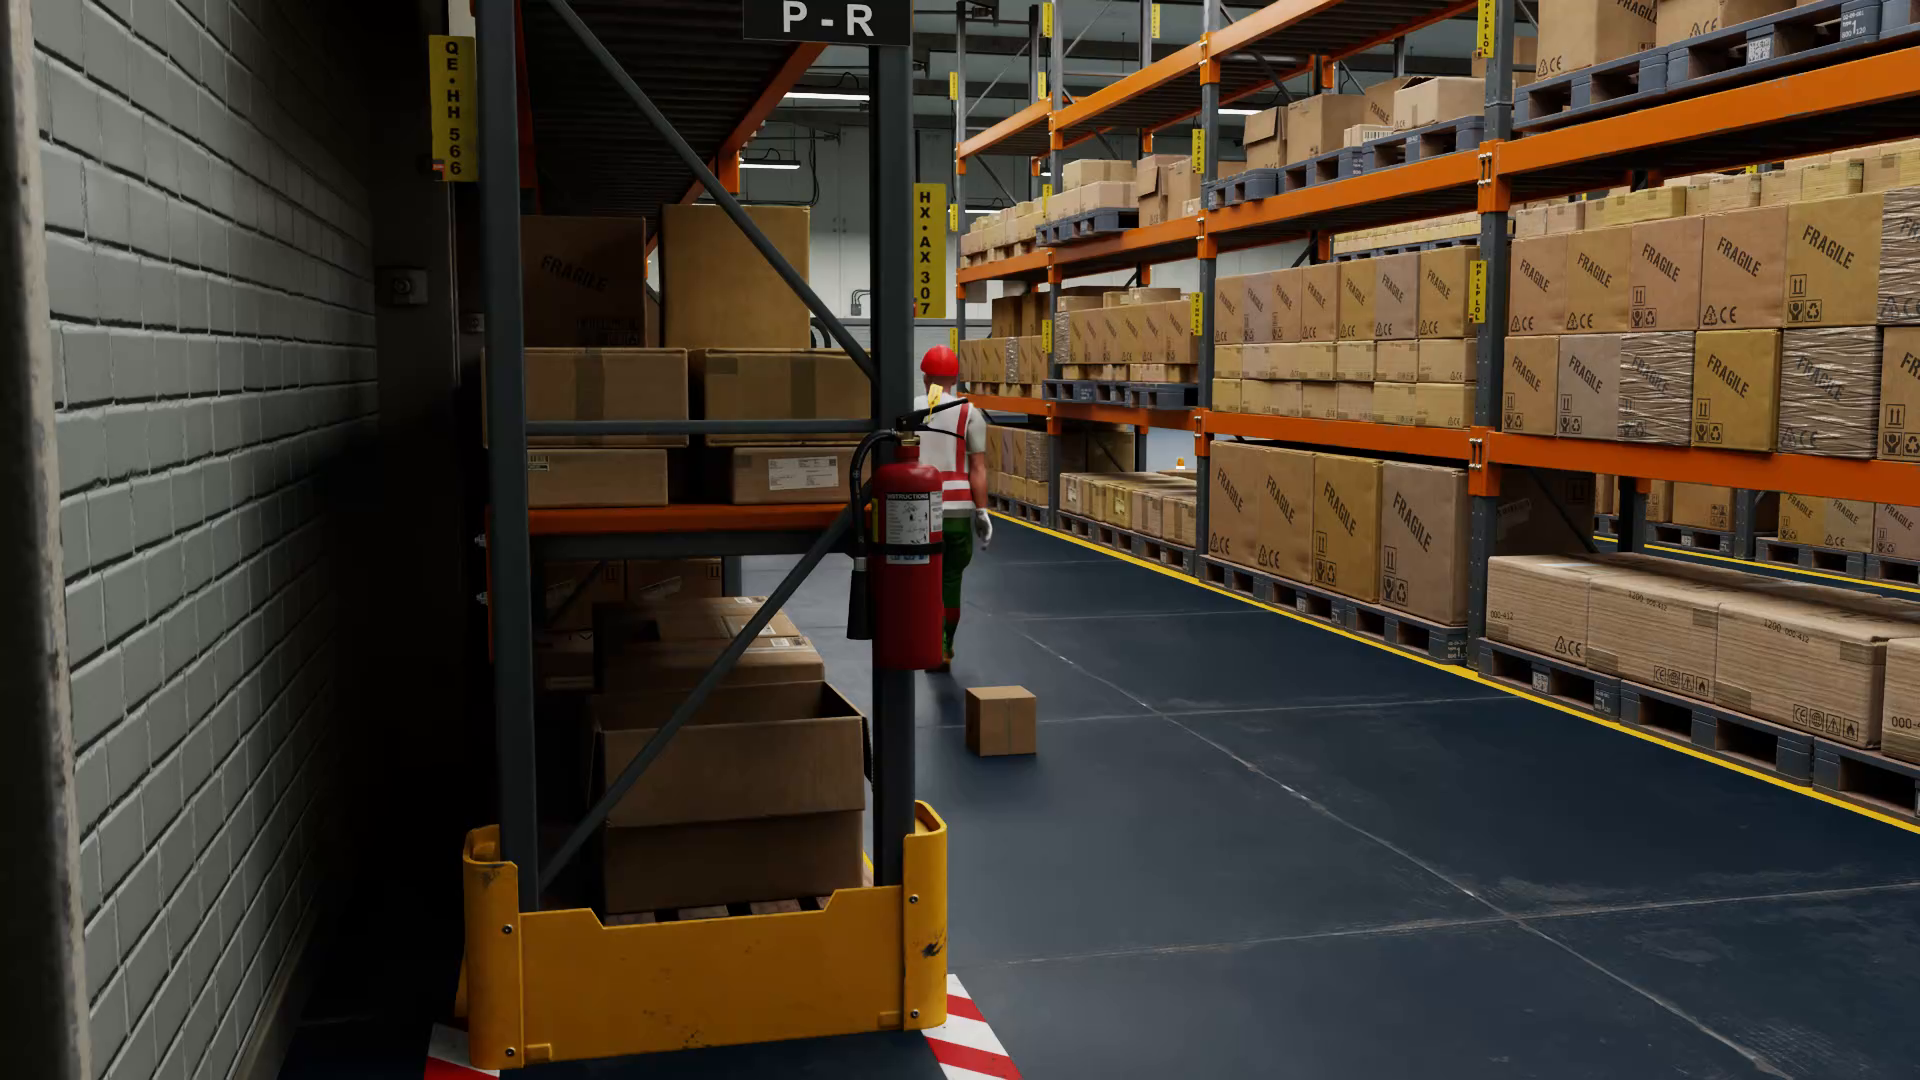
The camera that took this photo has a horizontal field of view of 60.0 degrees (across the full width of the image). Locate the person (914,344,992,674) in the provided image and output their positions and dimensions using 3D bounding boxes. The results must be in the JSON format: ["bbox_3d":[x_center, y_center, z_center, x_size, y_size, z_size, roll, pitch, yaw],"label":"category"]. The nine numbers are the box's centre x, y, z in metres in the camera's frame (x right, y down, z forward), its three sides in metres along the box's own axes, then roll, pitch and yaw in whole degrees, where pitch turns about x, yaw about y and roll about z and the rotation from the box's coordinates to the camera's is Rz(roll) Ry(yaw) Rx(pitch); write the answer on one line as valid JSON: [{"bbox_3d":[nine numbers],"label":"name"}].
[{"bbox_3d":[-0.128,-0.145,8.717,0.576,1.750,1.043,-1,6,-7],"label":"person"}]
